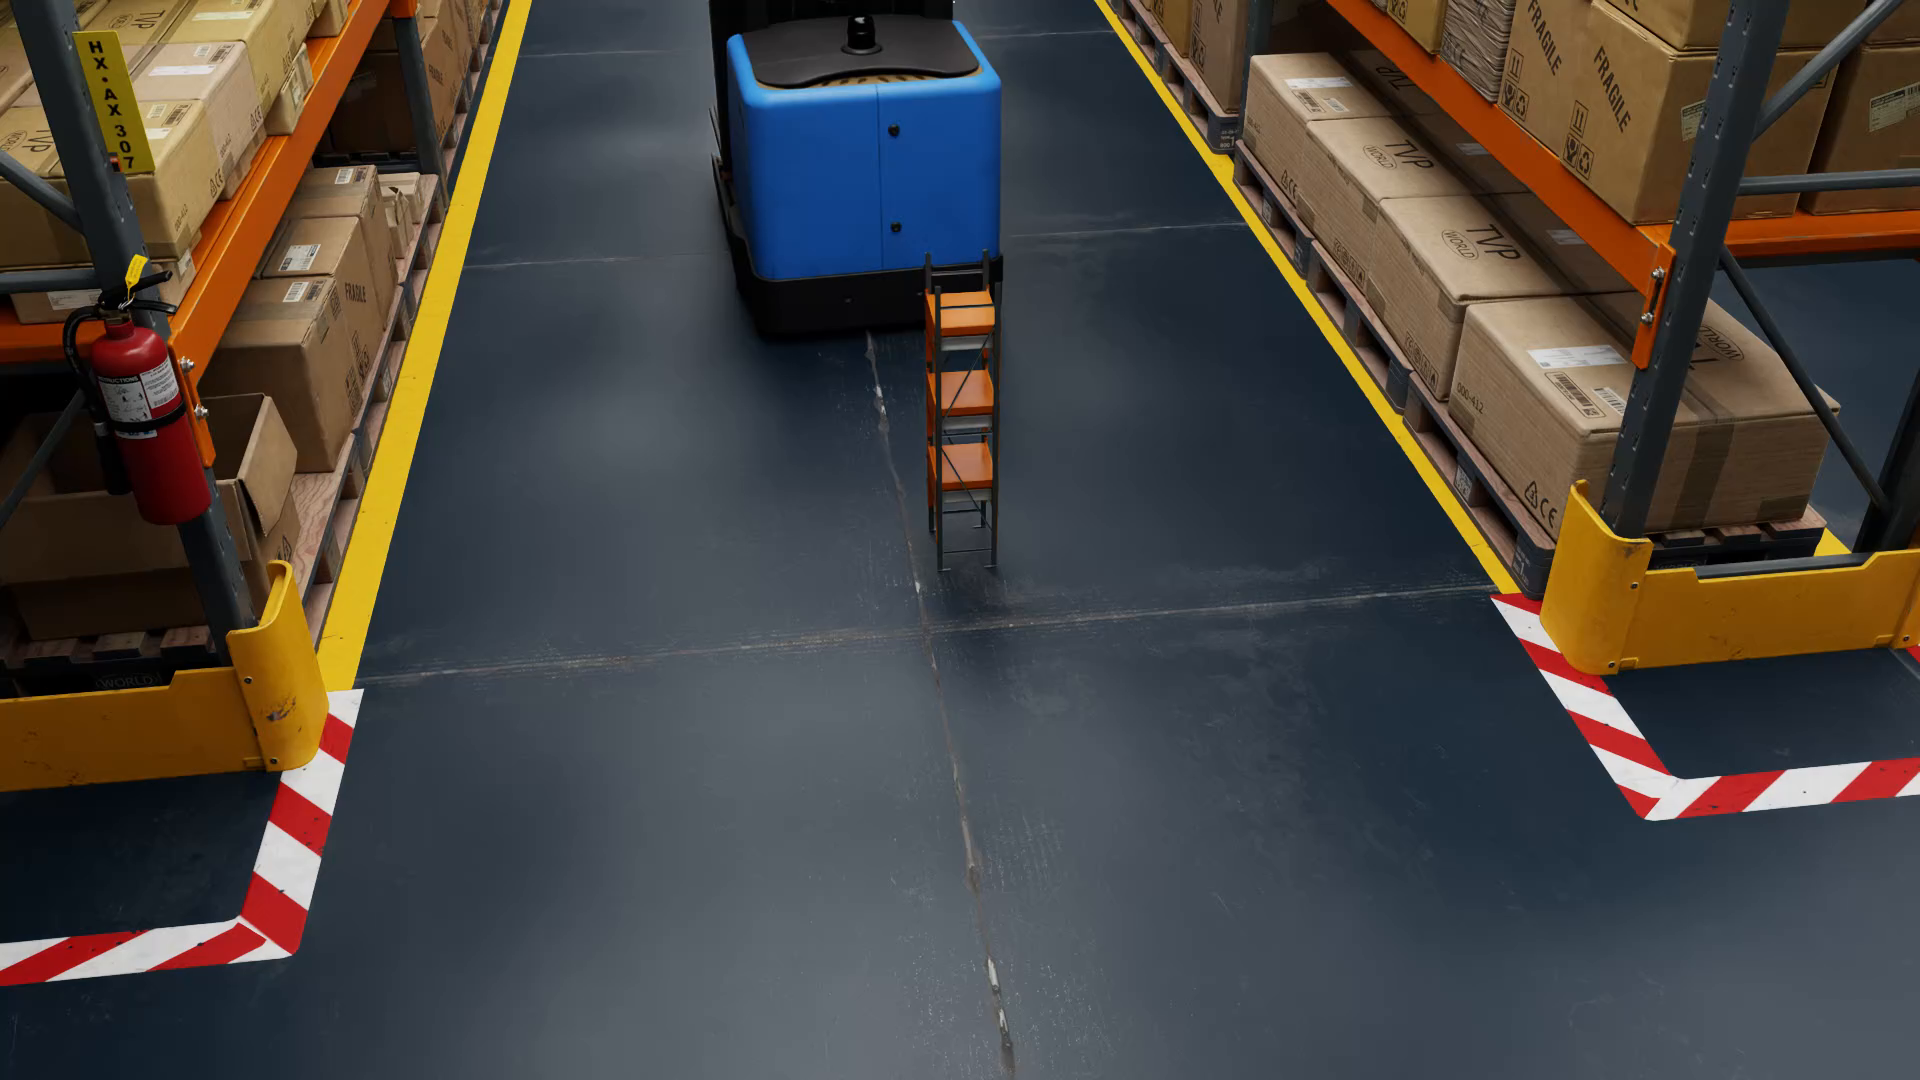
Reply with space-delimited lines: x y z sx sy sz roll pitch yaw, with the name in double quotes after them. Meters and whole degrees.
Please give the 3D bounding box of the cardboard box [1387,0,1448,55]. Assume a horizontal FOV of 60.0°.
1.920 -2.115 6.101 0.500 0.500 0.500 -3 34 -5 "cardboard box"

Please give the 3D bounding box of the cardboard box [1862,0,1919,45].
2.679 -1.714 4.624 0.500 0.500 0.500 -5 35 -7 "cardboard box"

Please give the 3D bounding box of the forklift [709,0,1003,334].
-0.624 -2.888 7.384 1.130 2.935 3.031 -7 35 -10 "forklift"

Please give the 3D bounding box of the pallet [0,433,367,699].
-2.575 0.074 5.455 1.003 0.211 1.213 -4 35 -6 "pallet"

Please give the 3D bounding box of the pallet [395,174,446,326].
-2.904 -1.288 7.453 1.003 0.211 1.213 -4 35 -6 "pallet"

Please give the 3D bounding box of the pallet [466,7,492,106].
-3.309 -2.805 9.678 1.003 0.211 1.213 -4 35 -6 "pallet"

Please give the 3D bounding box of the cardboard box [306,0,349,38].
-2.516 -1.985 6.223 0.380 0.149 0.250 -5 35 -7 "cardboard box"

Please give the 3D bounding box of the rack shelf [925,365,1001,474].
0.007 -0.395 5.416 0.215 0.259 0.240 -4 35 -6 "rack shelf"

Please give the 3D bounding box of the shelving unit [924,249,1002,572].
0.007 -0.404 5.411 0.215 1.050 0.252 -4 35 -6 "shelving unit"

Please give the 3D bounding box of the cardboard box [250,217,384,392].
-2.494 -0.863 6.200 0.500 0.500 0.500 -4 34 -5 "cardboard box"

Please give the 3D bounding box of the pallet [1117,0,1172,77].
1.577 -3.157 10.195 1.003 0.211 1.213 -4 35 -6 "pallet"

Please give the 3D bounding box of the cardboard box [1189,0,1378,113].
1.760 -2.837 8.764 0.875 0.875 0.875 -3 34 -5 "cardboard box"

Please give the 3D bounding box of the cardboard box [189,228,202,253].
-2.309 -0.830 4.528 0.380 0.149 0.250 -4 34 -5 "cardboard box"

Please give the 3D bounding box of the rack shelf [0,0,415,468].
-2.726 -1.410 5.795 1.077 0.370 4.000 -4 35 -6 "rack shelf"

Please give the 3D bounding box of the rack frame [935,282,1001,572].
0.024 -0.336 5.311 0.200 1.050 0.008 -4 35 -6 "rack frame"

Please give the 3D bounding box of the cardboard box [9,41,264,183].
-2.319 -1.208 4.727 0.500 0.250 0.500 -4 34 -6 "cardboard box"

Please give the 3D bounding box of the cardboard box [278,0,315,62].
-2.480 -1.774 5.558 0.500 0.250 0.500 -5 35 -8 "cardboard box"

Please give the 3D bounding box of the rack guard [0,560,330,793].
-2.467 0.399 4.721 1.175 0.500 0.348 -4 35 -6 "rack guard"

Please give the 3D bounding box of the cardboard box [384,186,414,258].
-2.581 -1.380 7.166 0.396 0.266 0.258 -3 34 -5 "cardboard box"

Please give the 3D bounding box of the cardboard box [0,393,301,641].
-2.445 -0.082 5.051 0.797 0.503 0.637 -6 35 -8 "cardboard box"

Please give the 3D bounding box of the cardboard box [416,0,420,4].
-2.939 -2.744 8.383 0.380 0.149 0.250 -6 35 -9 "cardboard box"

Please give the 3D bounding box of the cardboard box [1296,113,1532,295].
2.022 -1.459 7.129 0.875 0.438 0.875 -5 35 -8 "cardboard box"

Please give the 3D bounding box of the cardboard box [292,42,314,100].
-2.409 -1.560 5.599 0.380 0.149 0.250 -4 34 -5 "cardboard box"

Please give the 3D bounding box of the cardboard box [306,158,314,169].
-3.140 -1.500 7.302 0.500 0.311 0.500 -3 34 -5 "cardboard box"

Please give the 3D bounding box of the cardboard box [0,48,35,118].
-2.850 -1.177 4.683 0.500 0.250 0.500 -4 35 -6 "cardboard box"

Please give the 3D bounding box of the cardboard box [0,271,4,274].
-2.741 -0.799 4.482 0.380 0.149 0.250 -3 34 -5 "cardboard box"

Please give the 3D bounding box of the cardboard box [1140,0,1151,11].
1.511 -3.840 10.234 0.875 0.875 0.875 -4 34 -6 "cardboard box"

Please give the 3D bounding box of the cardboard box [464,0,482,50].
-3.045 -3.116 9.506 0.500 0.500 0.500 -6 35 -8 "cardboard box"

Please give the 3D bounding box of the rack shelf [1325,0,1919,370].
2.192 -1.788 6.350 1.077 0.370 4.000 -4 35 -6 "rack shelf"

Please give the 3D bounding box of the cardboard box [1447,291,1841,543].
2.273 -0.445 5.642 0.875 0.438 0.875 -5 35 -8 "cardboard box"

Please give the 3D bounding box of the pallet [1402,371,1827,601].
2.276 -0.258 5.941 1.003 0.211 1.213 -4 35 -6 "pallet"

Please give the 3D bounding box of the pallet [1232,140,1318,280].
1.948 -1.619 7.939 1.003 0.211 1.213 -4 35 -6 "pallet"

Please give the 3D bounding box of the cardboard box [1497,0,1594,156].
2.081 -1.541 5.259 0.500 0.500 0.500 -5 35 -7 "cardboard box"

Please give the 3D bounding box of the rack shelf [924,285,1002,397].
0.007 -0.630 5.257 0.215 0.259 0.240 -4 35 -6 "rack shelf"

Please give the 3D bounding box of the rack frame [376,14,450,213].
-2.995 -2.824 7.230 1.000 3.000 0.127 -4 35 -6 "rack frame"

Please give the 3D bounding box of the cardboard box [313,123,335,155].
-3.354 -2.216 8.185 0.500 0.500 0.500 -5 35 -7 "cardboard box"

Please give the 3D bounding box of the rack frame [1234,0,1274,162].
1.923 -3.202 7.785 1.000 3.000 0.127 -4 35 -6 "rack frame"

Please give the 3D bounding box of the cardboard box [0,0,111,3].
-2.982 -1.746 5.517 0.500 0.250 0.500 -4 35 -6 "cardboard box"

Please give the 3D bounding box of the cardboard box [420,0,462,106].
-2.918 -2.548 8.672 0.500 0.500 0.500 -5 35 -7 "cardboard box"

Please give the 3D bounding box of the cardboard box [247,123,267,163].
-2.394 -1.268 5.170 0.380 0.149 0.250 -4 34 -6 "cardboard box"

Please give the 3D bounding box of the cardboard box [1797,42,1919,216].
2.681 -1.301 4.906 0.500 0.500 0.500 -5 35 -7 "cardboard box"
